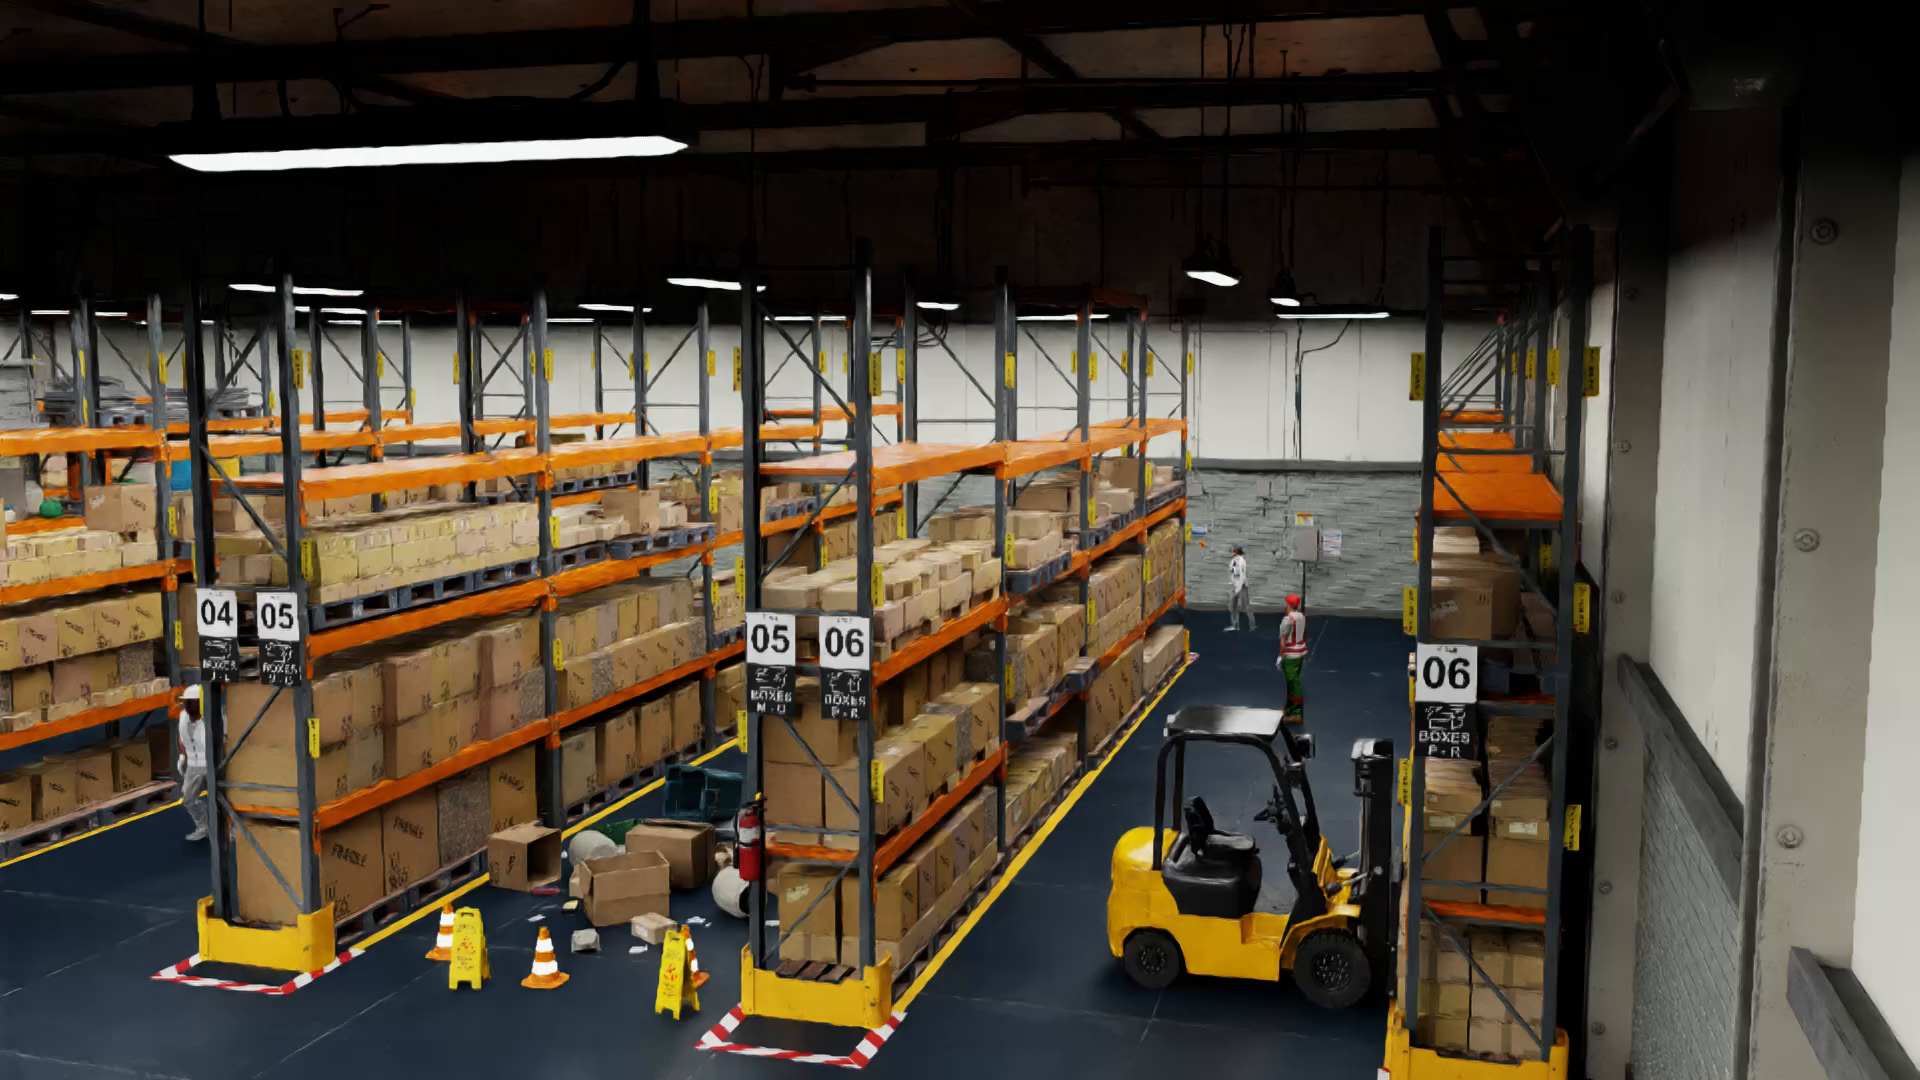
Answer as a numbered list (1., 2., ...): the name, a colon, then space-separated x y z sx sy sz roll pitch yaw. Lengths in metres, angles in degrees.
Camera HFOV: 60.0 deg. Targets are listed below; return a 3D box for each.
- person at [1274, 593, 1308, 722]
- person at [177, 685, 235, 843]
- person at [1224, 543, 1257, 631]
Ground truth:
1. person: 4.671 1.633 23.516 0.581 1.777 0.664 5 8 37
2. person: -7.948 2.359 17.497 0.702 1.735 0.549 2 7 15
3. person: 5.251 0.874 31.031 0.596 1.658 0.507 -2 7 -16
